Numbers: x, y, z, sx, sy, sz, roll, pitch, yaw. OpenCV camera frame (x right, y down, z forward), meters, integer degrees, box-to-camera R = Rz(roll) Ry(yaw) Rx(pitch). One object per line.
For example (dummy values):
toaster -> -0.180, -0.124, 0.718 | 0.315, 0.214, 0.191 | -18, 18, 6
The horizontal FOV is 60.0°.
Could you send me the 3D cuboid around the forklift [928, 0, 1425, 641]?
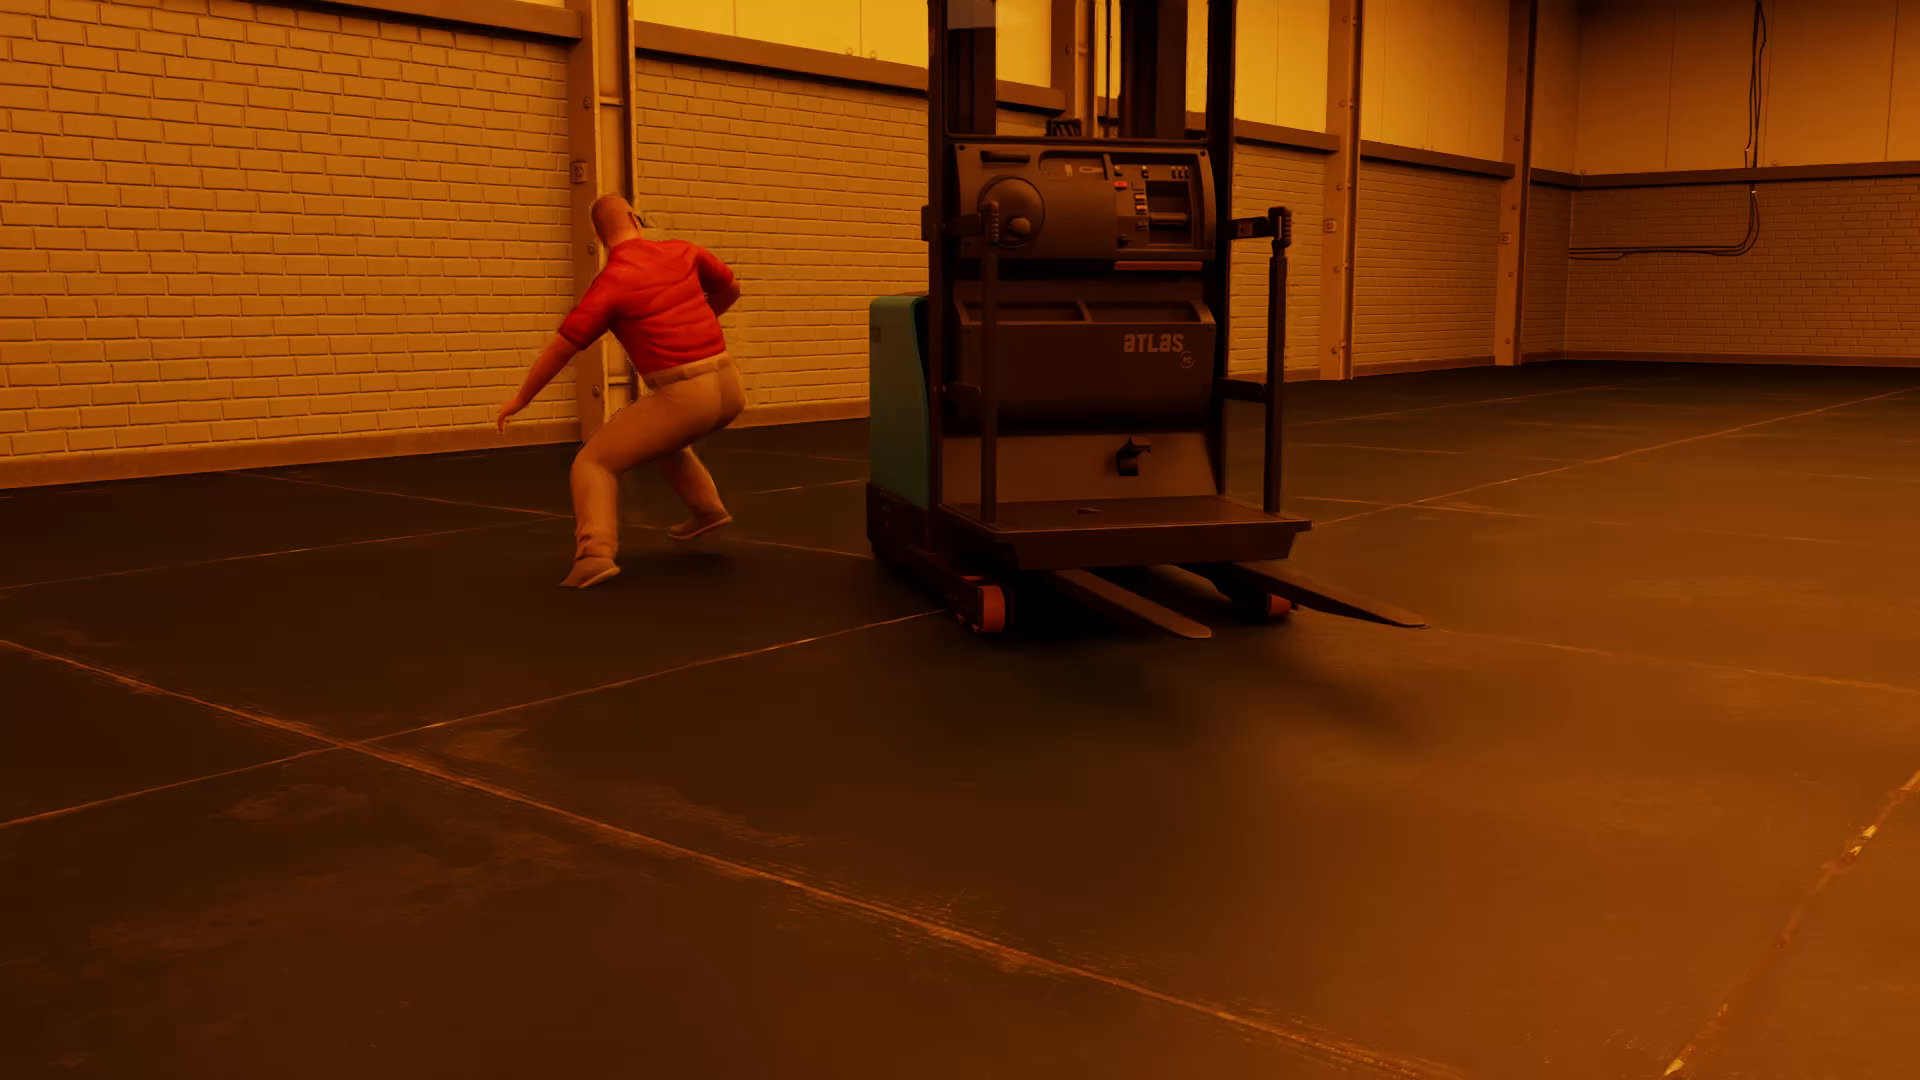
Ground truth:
forklift -> 0.521, -1.166, 5.468 | 1.101, 2.867, 2.884 | -2, 9, -15
